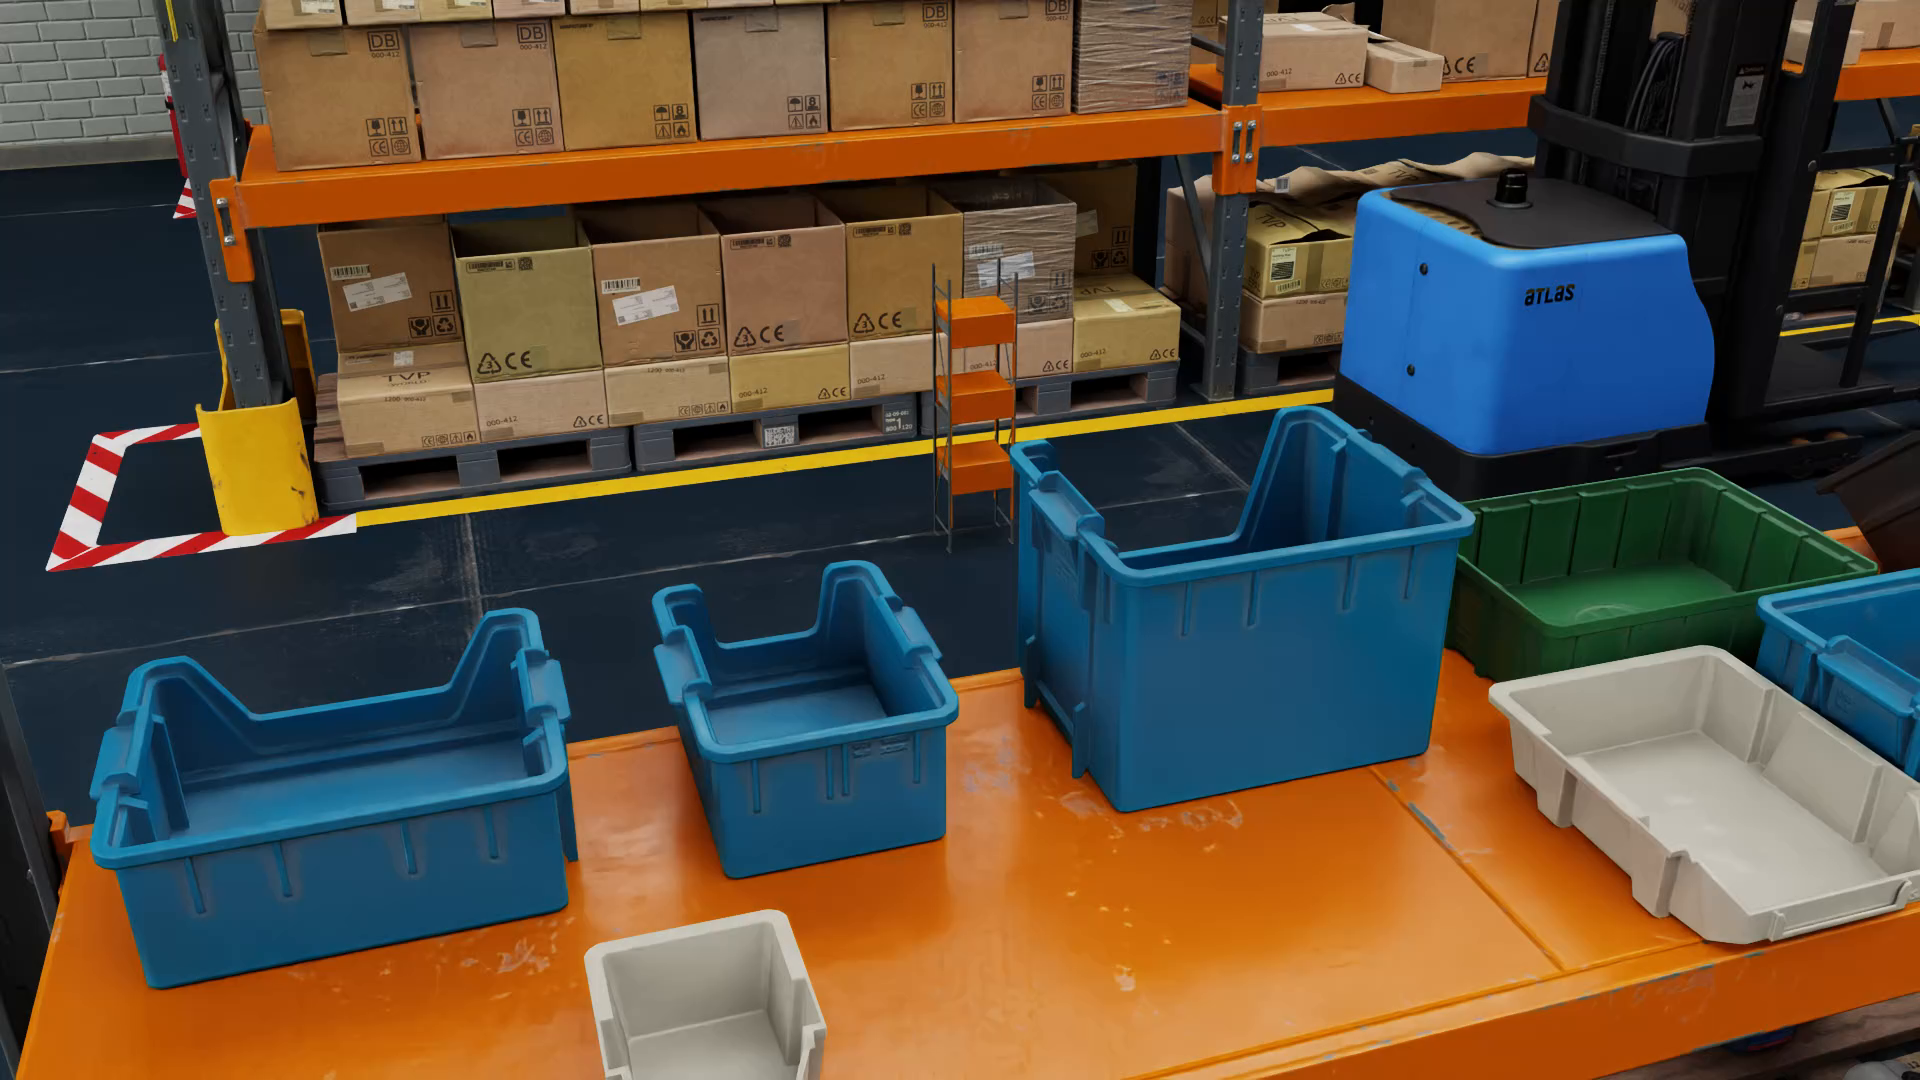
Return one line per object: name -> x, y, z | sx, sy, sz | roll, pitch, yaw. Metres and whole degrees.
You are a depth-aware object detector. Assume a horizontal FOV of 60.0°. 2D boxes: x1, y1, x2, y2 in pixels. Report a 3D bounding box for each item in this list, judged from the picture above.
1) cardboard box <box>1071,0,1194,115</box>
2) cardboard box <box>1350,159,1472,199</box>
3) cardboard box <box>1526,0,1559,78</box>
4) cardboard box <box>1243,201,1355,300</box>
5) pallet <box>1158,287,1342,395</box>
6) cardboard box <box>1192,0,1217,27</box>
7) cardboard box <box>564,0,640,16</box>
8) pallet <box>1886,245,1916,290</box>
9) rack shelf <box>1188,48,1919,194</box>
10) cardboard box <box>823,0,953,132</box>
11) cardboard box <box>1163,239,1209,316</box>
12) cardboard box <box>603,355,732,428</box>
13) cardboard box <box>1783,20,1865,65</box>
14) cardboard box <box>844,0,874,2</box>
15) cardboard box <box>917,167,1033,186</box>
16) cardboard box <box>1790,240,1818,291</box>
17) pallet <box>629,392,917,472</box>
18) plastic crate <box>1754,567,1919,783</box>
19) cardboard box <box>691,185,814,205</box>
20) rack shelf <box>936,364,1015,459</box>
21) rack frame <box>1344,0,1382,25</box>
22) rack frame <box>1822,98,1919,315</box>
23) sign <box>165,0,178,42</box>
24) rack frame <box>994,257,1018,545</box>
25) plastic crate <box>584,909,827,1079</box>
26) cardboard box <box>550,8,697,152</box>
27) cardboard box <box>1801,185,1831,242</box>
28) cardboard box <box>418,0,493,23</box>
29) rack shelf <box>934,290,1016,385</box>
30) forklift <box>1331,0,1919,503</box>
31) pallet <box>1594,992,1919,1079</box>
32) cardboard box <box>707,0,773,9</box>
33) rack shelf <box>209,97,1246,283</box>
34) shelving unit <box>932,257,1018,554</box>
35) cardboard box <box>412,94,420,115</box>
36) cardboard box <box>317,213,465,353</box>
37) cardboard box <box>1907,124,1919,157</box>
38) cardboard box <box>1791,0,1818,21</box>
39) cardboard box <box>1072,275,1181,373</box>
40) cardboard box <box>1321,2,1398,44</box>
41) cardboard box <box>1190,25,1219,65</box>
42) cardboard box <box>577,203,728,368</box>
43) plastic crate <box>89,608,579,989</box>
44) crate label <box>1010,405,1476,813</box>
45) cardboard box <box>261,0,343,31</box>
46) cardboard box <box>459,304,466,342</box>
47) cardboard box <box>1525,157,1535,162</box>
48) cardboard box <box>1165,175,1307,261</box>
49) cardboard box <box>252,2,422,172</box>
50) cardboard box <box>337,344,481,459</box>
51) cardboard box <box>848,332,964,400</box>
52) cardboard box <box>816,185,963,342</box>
cardboard box -> 0.607, -2.156, 7.107 | 0.500, 0.500, 0.700 | -9, 28, -17
cardboard box -> 2.292, -1.702, 8.293 | 0.500, 0.311, 0.500 | -8, 28, -16
cardboard box -> 2.740, -2.460, 7.720 | 0.500, 0.500, 0.500 | -8, 28, -16
cardboard box -> 1.497, -1.334, 7.553 | 0.500, 0.311, 0.500 | -8, 28, -16
pallet -> 1.716, -1.044, 8.115 | 1.213, 0.211, 1.003 | -8, 28, -16
cardboard box -> 1.576, -3.987, 12.380 | 0.500, 0.250, 0.500 | -8, 28, -16
cardboard box -> -1.355, -2.065, 6.195 | 0.250, 0.149, 0.380 | -9, 28, -18
pallet -> 5.552, -1.564, 9.162 | 1.213, 0.211, 1.003 | -8, 28, -16
rack shelf -> 2.929, -2.128, 7.972 | 4.000, 0.370, 1.077 | -8, 28, -16
cardboard box -> -0.370, -2.013, 6.819 | 0.500, 0.500, 0.700 | -8, 27, -15
cardboard box -> 1.332, -1.311, 8.138 | 0.500, 0.250, 0.500 | -9, 28, -17
cardboard box -> -1.247, -0.699, 6.906 | 0.500, 0.250, 0.500 | -8, 28, -16
cardboard box -> 4.061, -2.373, 7.938 | 0.250, 0.149, 0.380 | -8, 28, -16
cardboard box -> -0.373, -2.208, 6.482 | 0.250, 0.149, 0.380 | -7, 27, -15
cardboard box -> 0.017, -1.464, 7.602 | 0.500, 0.500, 0.500 | -8, 28, -16
cardboard box -> 3.917, -1.434, 8.386 | 0.500, 0.250, 0.500 | -9, 28, -17
pallet -> -0.904, -0.665, 7.351 | 1.213, 0.211, 1.003 | -8, 28, -16
plastic crate -> 1.590, 0.254, 2.533 | 0.616, 0.251, 0.499 | -8, 28, -16
cardboard box -> -0.936, -1.328, 7.329 | 0.500, 0.500, 0.500 | -8, 28, -16
rack shelf -> 0.051, -0.468, 6.036 | 0.240, 0.259, 0.215 | -8, 28, -16
rack frame -> 3.293, -4.820, 12.585 | 0.127, 3.000, 1.000 | -8, 28, -16
rack frame -> 4.831, -2.726, 8.367 | 0.127, 3.000, 1.000 | -8, 28, -16
sign -> -2.610, -1.812, 5.464 | 0.005, 0.325, 0.100 | -8, 28, -16
rack frame -> 0.167, -0.494, 6.065 | 0.008, 1.050, 0.200 | -8, 28, -16
plastic crate -> -0.295, 0.602, 1.961 | 0.250, 0.136, 0.298 | -8, 28, -16
cardboard box -> -1.356, -1.868, 6.527 | 0.500, 0.500, 0.700 | -8, 28, -16
cardboard box -> 3.917, -1.683, 8.256 | 0.500, 0.311, 0.500 | -9, 28, -17
cardboard box -> -1.848, -1.994, 6.051 | 0.250, 0.149, 0.380 | -8, 28, -16
rack shelf -> 0.051, -0.722, 5.910 | 0.240, 0.259, 0.215 | -8, 28, -16
forklift -> 3.150, -1.772, 6.524 | 3.031, 2.935, 1.130 | -9, 28, -17
pallet -> 1.906, 1.244, 3.507 | 1.213, 0.211, 1.003 | -8, 28, -16
cardboard box -> -0.874, -2.134, 6.333 | 0.250, 0.149, 0.380 | -8, 27, -16
rack shelf -> -0.874, -1.577, 6.863 | 4.000, 0.370, 1.077 | -8, 28, -16
shelving unit -> 0.051, -0.478, 6.031 | 0.252, 1.050, 0.215 | -8, 28, -16
cardboard box -> -3.628, -2.768, 10.981 | 0.500, 0.311, 0.500 | -12, 29, -22
cardboard box -> -2.358, -1.116, 6.902 | 0.500, 0.500, 0.500 | -8, 28, -16
cardboard box -> 5.647, -2.031, 9.284 | 0.500, 0.500, 0.500 | -7, 27, -14
cardboard box -> 3.920, -2.645, 8.304 | 0.500, 0.311, 0.500 | -9, 28, -17
cardboard box -> 0.654, -0.975, 7.461 | 0.500, 0.250, 0.500 | -8, 28, -16
cardboard box -> 1.807, -2.313, 7.688 | 0.258, 0.266, 0.396 | -9, 28, -17
cardboard box -> 1.635, -3.674, 12.593 | 0.500, 0.500, 0.700 | -8, 28, -16
cardboard box -> -1.251, -1.040, 6.749 | 0.500, 0.500, 0.500 | -8, 28, -16
plastic crate -> -0.862, 0.342, 2.355 | 0.616, 0.251, 0.499 | -8, 28, -16
crate label -> 0.421, 0.087, 2.661 | 0.616, 0.435, 0.502 | -8, 28, -16
cardboard box -> -2.336, -1.922, 5.907 | 0.250, 0.149, 0.380 | -8, 28, -16
cardboard box -> -1.886, -0.853, 7.215 | 0.500, 0.250, 0.500 | -8, 28, -16
cardboard box -> 3.259, -1.840, 8.573 | 0.500, 0.311, 0.500 | -9, 28, -17
cardboard box -> 1.324, -1.560, 8.007 | 0.500, 0.311, 0.500 | -8, 28, -16
cardboard box -> -2.328, -1.728, 6.244 | 0.500, 0.500, 0.700 | -8, 28, -16
cardboard box -> -2.197, -0.560, 6.625 | 0.500, 0.250, 0.500 | -8, 28, -16
cardboard box -> -0.295, -0.835, 7.179 | 0.500, 0.250, 0.500 | -8, 28, -16
cardboard box -> -0.299, -1.177, 7.023 | 0.500, 0.500, 0.500 | -8, 28, -16
